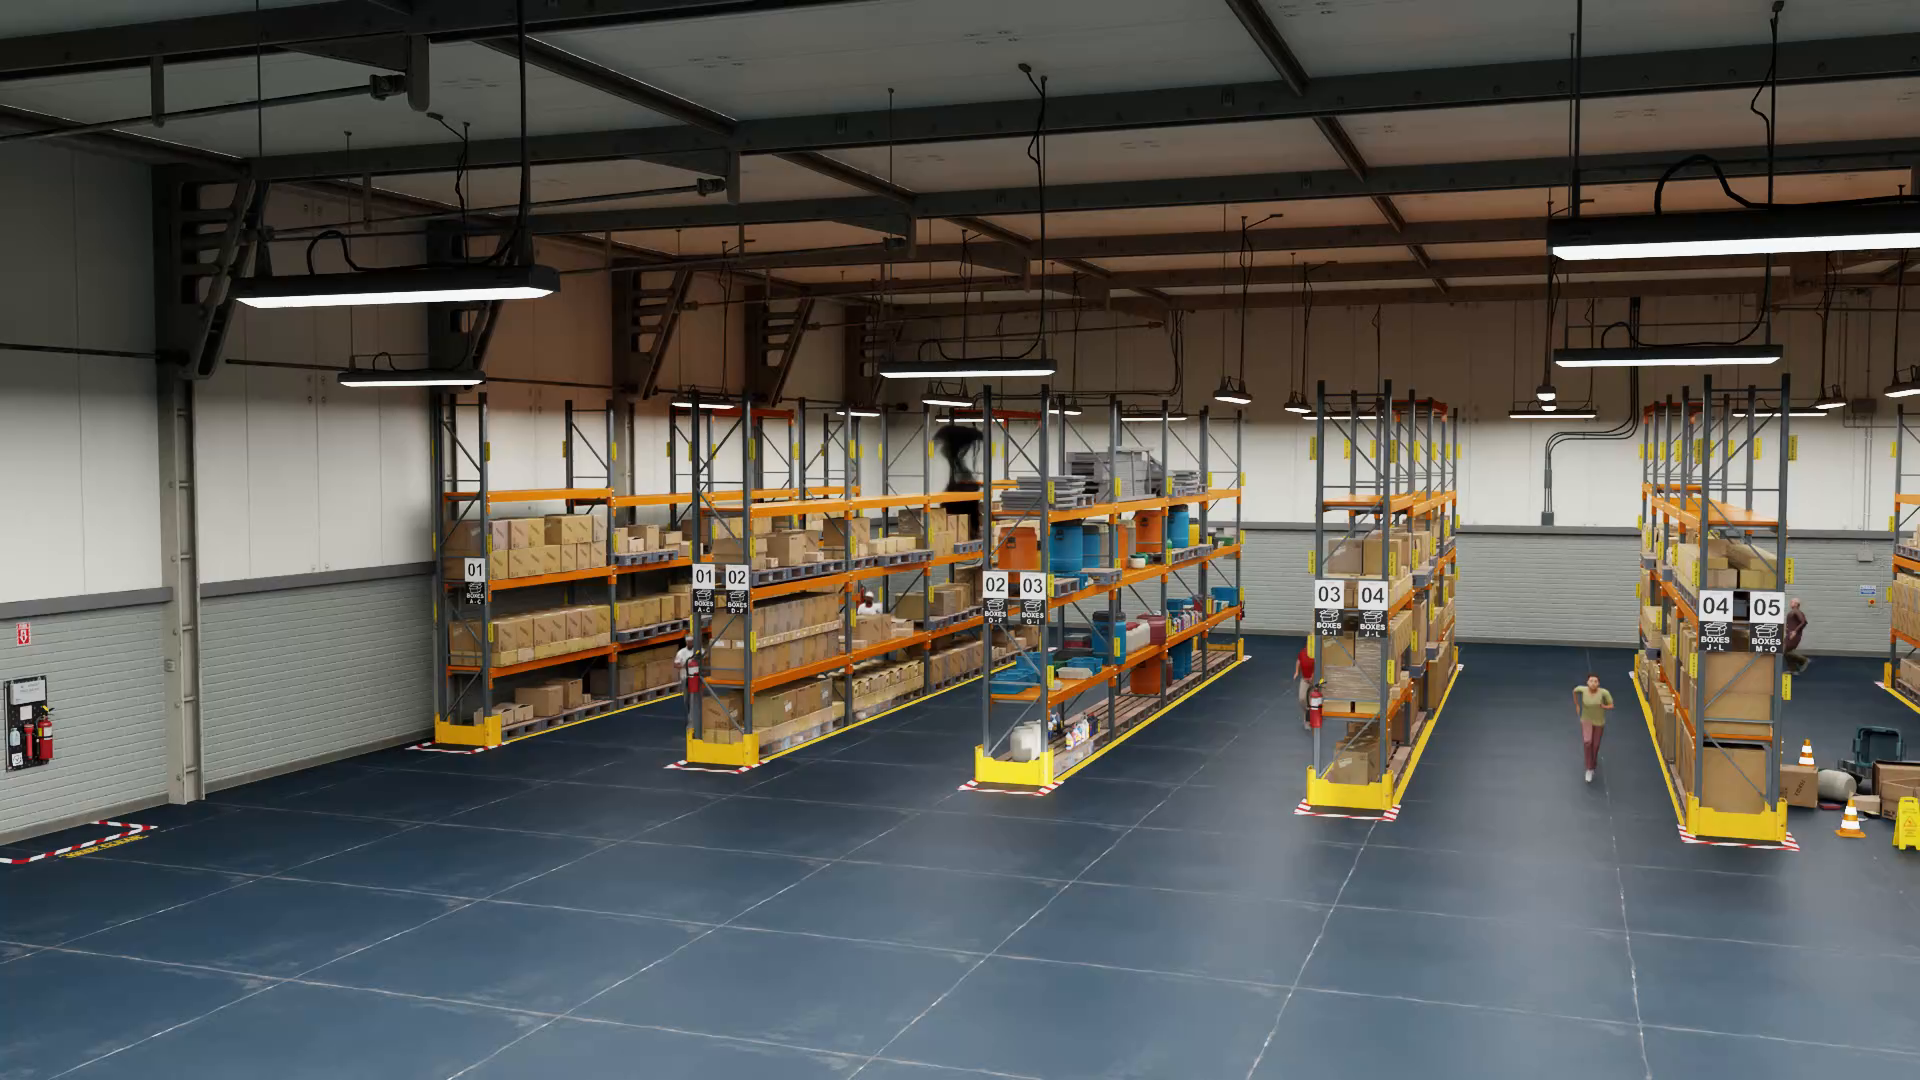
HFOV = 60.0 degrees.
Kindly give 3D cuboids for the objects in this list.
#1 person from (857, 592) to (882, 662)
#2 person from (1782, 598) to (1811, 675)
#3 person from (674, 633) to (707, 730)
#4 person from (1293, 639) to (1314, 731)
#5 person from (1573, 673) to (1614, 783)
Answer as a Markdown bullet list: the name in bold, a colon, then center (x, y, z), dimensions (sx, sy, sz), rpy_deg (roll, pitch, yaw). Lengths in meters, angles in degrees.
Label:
- **person**: center (-2.084, 2.074, 38.847), dimensions (0.723, 1.742, 0.644), rpy_deg (1, 3, 15)
- **person**: center (18.609, 2.162, 37.088), dimensions (0.669, 1.735, 0.729), rpy_deg (1, 3, 22)
- **person**: center (-4.883, 2.526, 30.149), dimensions (0.566, 1.699, 0.929), rpy_deg (0, 3, -1)
- **person**: center (6.408, 2.595, 30.163), dimensions (0.680, 1.690, 0.814), rpy_deg (2, 3, 27)
- **person**: center (9.677, 2.831, 25.432), dimensions (0.572, 1.657, 0.902), rpy_deg (1, 3, 16)
